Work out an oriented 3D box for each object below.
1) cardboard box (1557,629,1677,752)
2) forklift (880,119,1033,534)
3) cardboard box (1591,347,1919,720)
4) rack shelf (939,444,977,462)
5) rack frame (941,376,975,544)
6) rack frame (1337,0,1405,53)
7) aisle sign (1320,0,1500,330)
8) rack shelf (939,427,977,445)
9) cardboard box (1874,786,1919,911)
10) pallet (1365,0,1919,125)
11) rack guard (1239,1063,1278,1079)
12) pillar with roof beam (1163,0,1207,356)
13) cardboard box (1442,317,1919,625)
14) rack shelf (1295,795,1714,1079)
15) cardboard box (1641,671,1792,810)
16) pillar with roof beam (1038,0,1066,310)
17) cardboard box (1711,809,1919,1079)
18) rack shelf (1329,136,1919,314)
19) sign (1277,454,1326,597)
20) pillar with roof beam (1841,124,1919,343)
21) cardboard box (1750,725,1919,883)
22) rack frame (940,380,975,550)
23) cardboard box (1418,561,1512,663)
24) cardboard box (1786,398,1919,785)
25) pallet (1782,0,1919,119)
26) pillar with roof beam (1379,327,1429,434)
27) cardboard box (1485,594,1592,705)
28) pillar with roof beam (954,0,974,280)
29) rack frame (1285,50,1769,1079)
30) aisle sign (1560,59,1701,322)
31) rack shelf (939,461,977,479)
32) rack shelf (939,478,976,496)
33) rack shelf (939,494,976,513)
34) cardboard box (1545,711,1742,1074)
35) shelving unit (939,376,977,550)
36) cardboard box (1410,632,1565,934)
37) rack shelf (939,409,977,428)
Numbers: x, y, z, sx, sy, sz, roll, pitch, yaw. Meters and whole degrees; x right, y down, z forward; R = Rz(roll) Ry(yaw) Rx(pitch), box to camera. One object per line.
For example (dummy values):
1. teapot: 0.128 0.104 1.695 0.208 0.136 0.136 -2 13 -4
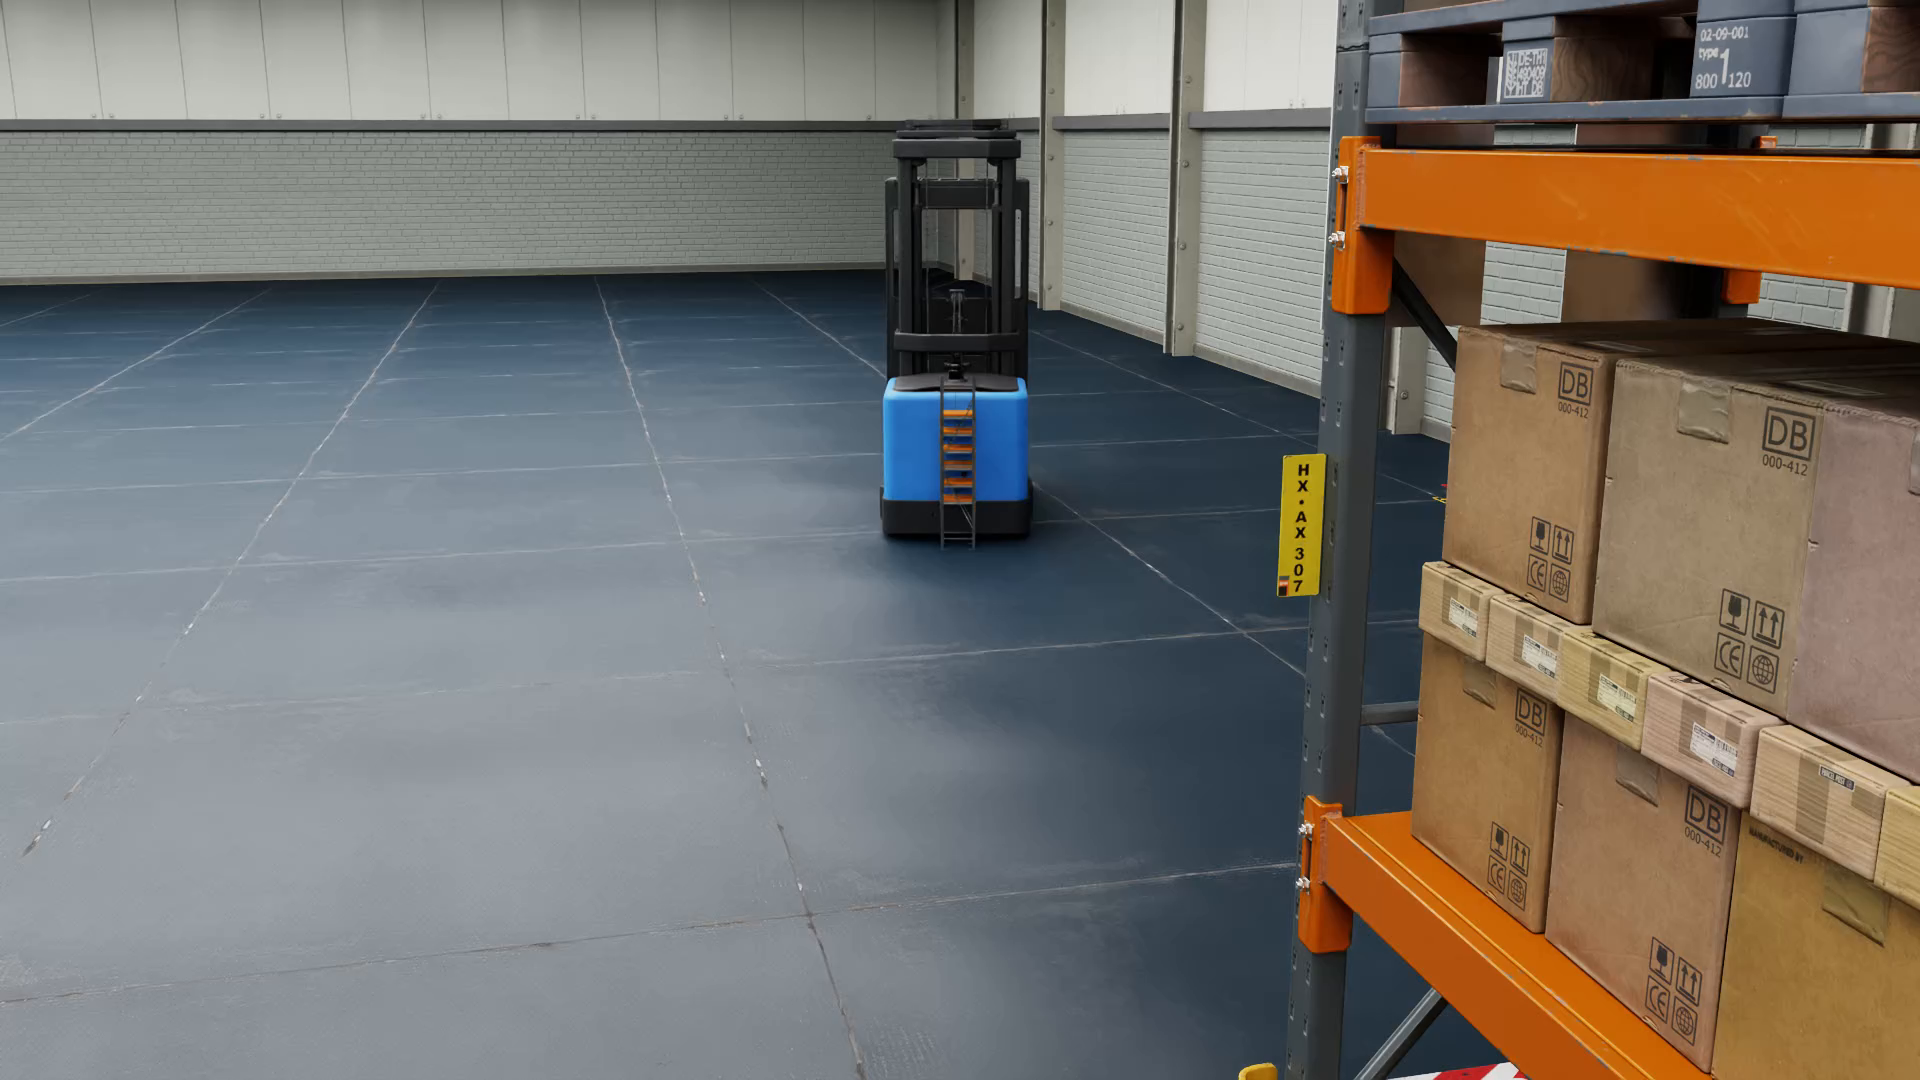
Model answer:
1. cardboard box: 1.314 0.255 2.986 0.380 0.149 0.250 -3 14 -13
2. forklift: -0.019 -1.757 12.945 1.130 2.935 3.031 0 14 0
3. cardboard box: 1.548 -0.039 2.824 0.700 0.500 0.500 -4 14 -15
4. rack shelf: -0.014 -0.607 11.566 0.258 0.103 0.180 0 14 0
5. rack frame: -0.013 -0.555 11.672 0.240 1.200 0.006 0 14 0
6. rack frame: 1.310 -2.517 3.267 1.000 3.000 0.127 -3 14 -13
7. aisle sign: 0.997 -0.863 3.663 0.394 0.787 0.004 -3 14 -13
8. rack shelf: -0.014 -0.724 11.537 0.258 0.103 0.180 0 14 0
9. cardboard box: 1.497 0.434 2.255 0.380 0.149 0.250 -3 14 -14
10. pallet: 1.451 -0.852 2.960 1.003 0.211 1.213 -3 14 -13
11. rack guard: 1.304 1.606 4.298 1.175 0.500 0.348 -3 14 -13
12. pillar with roof beam: -1.283 -6.593 19.952 9.100 9.000 0.400 -3 14 -13
13. cardboard box: 1.419 -0.160 3.319 0.700 0.500 0.500 -3 14 -13
14. rack shelf: 1.779 1.209 2.176 1.077 0.370 4.000 -3 14 -13
15. cardboard box: 1.372 0.313 2.747 0.380 0.149 0.250 -4 14 -14
16. pillar with roof beam: -2.692 -7.977 25.617 9.100 9.000 0.400 -3 14 -13
17. cardboard box: 1.646 0.693 2.558 0.700 0.500 0.500 -3 14 -13
18. rack shelf: 1.779 -0.249 1.820 1.077 0.370 4.000 -3 14 -13
19. sign: 0.769 -0.032 3.746 0.100 0.325 0.005 -3 14 -13
20. pillar with roof beam: 1.535 -3.825 8.620 9.100 9.000 0.400 -3 14 -13
21. cardboard box: 1.437 0.375 2.496 0.380 0.149 0.250 -4 14 -15
22. rack frame: -0.015 -0.512 11.495 0.240 1.200 0.006 0 14 0
23. cardboard box: 1.193 0.137 3.471 0.380 0.149 0.250 -3 14 -14
24. cardboard box: 1.667 0.077 2.348 0.700 0.500 0.500 -3 14 -13
25. pallet: 1.741 -0.570 1.806 1.003 0.211 1.213 -3 14 -13
26. pillar with roof beam: 0.126 -5.209 14.286 9.100 9.000 0.400 -3 14 -13
27. cardboard box: 1.257 0.197 3.222 0.380 0.149 0.250 -4 14 -15
28. pillar with roof beam: -4.101 -9.361 31.283 9.100 9.000 0.400 -3 14 -13
29. rack frame: 1.310 0.398 3.979 1.000 3.000 0.127 -3 14 -13
30. aisle sign: 1.580 -0.897 3.800 0.394 0.787 0.004 -3 14 -13
31. rack shelf: -0.014 -0.491 11.594 0.258 0.103 0.180 0 14 0
32. rack shelf: -0.014 -0.374 11.623 0.258 0.103 0.180 0 14 0
33. rack shelf: -0.014 -0.257 11.651 0.258 0.103 0.180 0 14 0
34. cardboard box: 1.535 0.578 3.029 0.700 0.500 0.500 -3 14 -12
35. shelving unit: -0.014 -0.534 11.584 0.258 1.200 0.189 0 14 0
36. cardboard box: 1.407 0.458 3.523 0.700 0.500 0.500 -3 14 -13
37. rack shelf: -0.014 -0.840 11.509 0.258 0.103 0.180 0 14 0
